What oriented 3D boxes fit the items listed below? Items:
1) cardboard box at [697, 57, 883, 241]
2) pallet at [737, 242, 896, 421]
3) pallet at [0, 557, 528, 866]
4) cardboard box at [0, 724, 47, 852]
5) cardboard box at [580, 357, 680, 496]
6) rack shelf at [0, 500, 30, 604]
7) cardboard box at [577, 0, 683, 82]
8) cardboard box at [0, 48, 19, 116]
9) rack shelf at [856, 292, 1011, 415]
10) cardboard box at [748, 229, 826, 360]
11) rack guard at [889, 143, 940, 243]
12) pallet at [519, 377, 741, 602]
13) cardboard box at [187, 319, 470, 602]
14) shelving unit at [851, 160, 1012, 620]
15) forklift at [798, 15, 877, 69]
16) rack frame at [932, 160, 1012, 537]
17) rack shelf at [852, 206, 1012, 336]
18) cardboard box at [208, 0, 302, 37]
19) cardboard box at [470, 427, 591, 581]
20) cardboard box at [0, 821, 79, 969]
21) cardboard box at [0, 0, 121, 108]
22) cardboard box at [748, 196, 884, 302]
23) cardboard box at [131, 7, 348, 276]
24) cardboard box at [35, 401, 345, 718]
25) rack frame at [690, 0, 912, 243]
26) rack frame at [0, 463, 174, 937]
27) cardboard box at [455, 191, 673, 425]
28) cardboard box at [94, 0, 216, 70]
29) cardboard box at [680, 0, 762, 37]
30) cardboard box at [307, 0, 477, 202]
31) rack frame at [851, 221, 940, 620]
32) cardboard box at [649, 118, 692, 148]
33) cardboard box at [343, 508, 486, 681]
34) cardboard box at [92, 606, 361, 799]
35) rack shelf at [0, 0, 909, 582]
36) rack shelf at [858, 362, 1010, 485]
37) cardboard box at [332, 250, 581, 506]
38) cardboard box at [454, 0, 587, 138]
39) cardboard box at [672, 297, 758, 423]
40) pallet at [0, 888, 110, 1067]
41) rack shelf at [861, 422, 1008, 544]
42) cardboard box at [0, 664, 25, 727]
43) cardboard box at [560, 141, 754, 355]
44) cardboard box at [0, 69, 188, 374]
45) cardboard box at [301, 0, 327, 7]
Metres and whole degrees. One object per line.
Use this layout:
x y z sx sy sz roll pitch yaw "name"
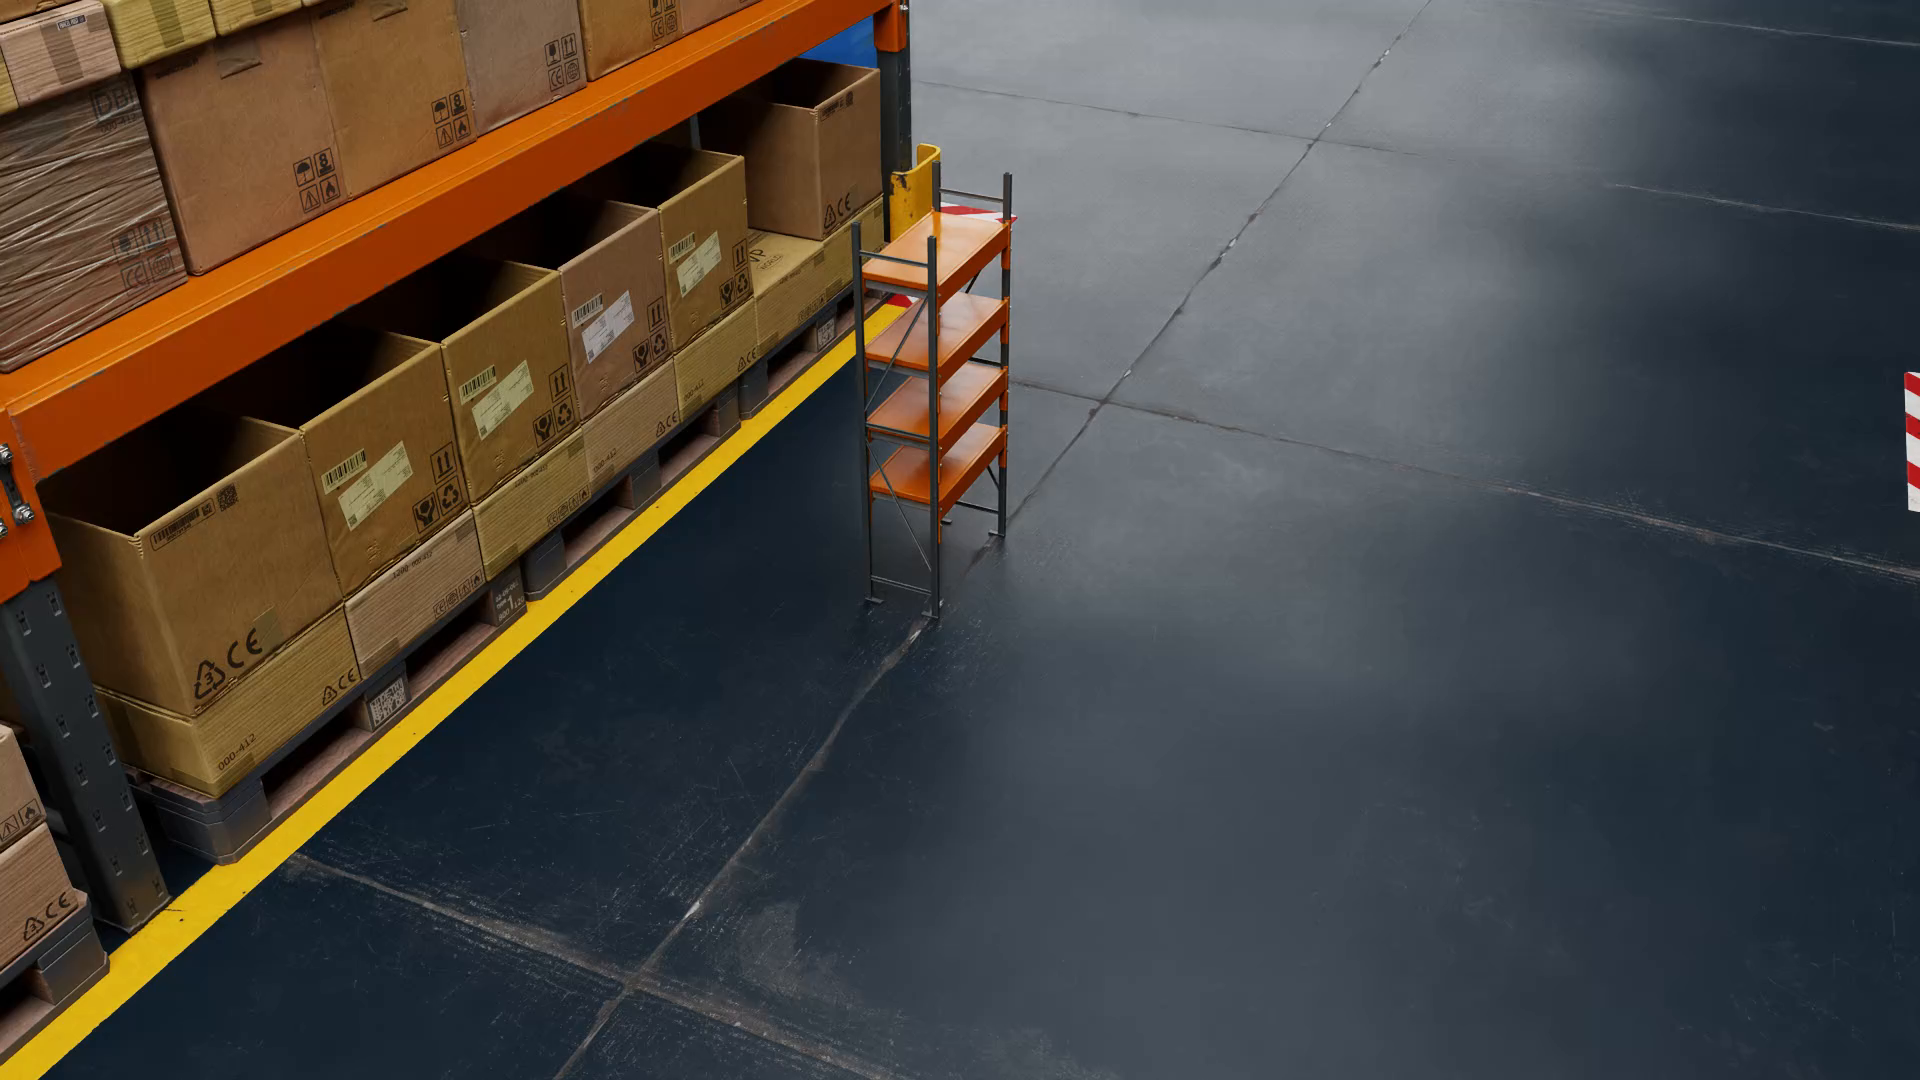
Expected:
-0.626 -1.478 6.209 0.500 0.500 0.500 14 36 20 "cardboard box"
-0.954 -0.917 6.456 1.003 0.211 1.213 14 36 20 "pallet"
-1.974 0.298 4.603 1.003 0.211 1.213 14 36 20 "pallet"
-2.254 0.526 3.326 0.500 0.311 0.500 14 36 20 "cardboard box"
-1.244 -0.415 5.272 0.500 0.250 0.500 14 36 20 "cardboard box"
-3.182 0.815 1.927 1.077 0.370 4.000 14 36 20 "rack shelf"
-1.307 -1.777 5.134 0.700 0.500 0.500 14 36 21 "cardboard box"
-2.057 -0.884 3.180 0.380 0.149 0.250 14 36 20 "cardboard box"
-0.069 -0.550 4.710 0.258 0.148 0.480 14 36 20 "rack shelf"
-0.826 -0.913 6.031 0.500 0.250 0.500 14 36 20 "cardboard box"
-0.662 -1.440 6.991 1.175 0.500 0.348 14 36 20 "rack guard"
-1.465 -0.312 5.533 1.003 0.211 1.213 14 36 20 "pallet"
-1.665 -0.231 4.307 0.500 0.500 0.500 14 36 20 "cardboard box"
-0.069 -0.419 4.795 0.258 1.200 0.503 14 36 20 "shelving unit"
-1.842 -3.039 7.212 3.031 2.935 1.130 -4 33 -6 "forklift"
0.033 -0.541 4.981 0.240 1.200 0.015 14 36 20 "rack frame"
-0.069 -0.748 4.580 0.258 0.148 0.480 14 36 20 "rack shelf"
-1.737 -1.269 3.767 0.380 0.149 0.250 14 36 20 "cardboard box"
-1.448 -0.164 4.890 0.500 0.250 0.500 14 36 20 "cardboard box"
-2.255 0.766 3.471 0.500 0.250 0.500 14 36 20 "cardboard box"
-1.952 -1.009 3.371 0.380 0.149 0.250 15 36 21 "cardboard box"
-0.628 -1.165 6.415 0.500 0.250 0.500 14 36 20 "cardboard box"
-1.951 -1.010 3.964 0.700 0.500 0.500 14 36 20 "cardboard box"
-1.867 0.020 3.925 0.500 0.500 0.500 14 36 20 "cardboard box"
-0.672 -2.474 6.287 1.000 3.000 0.127 14 36 20 "rack frame"
-2.345 -0.482 3.249 1.000 3.000 0.127 14 36 20 "rack frame"
-1.241 -0.728 5.065 0.500 0.500 0.500 14 36 20 "cardboard box"
-1.846 -1.138 3.567 0.380 0.149 0.250 13 36 19 "cardboard box"
-1.094 -2.023 5.509 0.700 0.500 0.500 15 36 22 "cardboard box"
-1.737 -1.259 4.343 0.700 0.500 0.500 15 36 21 "cardboard box"
-0.171 -0.298 4.610 0.240 1.200 0.015 14 36 20 "rack frame"
-1.306 -1.348 6.010 0.500 0.500 0.500 14 36 20 "cardboard box"
-1.662 0.083 4.512 0.500 0.250 0.500 14 36 20 "cardboard box"
-1.876 0.331 4.134 0.500 0.250 0.500 14 36 20 "cardboard box"
-1.509 -1.177 4.965 1.077 0.370 4.000 14 36 20 "rack shelf"
-0.069 -0.363 4.832 0.258 0.148 0.480 14 36 20 "rack shelf"
-1.449 -0.478 4.684 0.500 0.500 0.500 14 36 20 "cardboard box"
-1.524 -1.514 4.733 0.700 0.500 0.500 15 36 22 "cardboard box"
-1.034 -0.663 5.651 0.500 0.250 0.500 14 36 20 "cardboard box"
-2.618 1.060 3.440 1.003 0.211 1.213 14 36 20 "pallet"
-0.069 -0.197 4.941 0.258 0.148 0.480 14 36 20 "rack shelf"
-2.350 0.212 4.316 0.500 0.250 0.500 14 36 20 "cardboard box"
-1.031 -0.976 5.444 0.500 0.500 0.500 14 36 20 "cardboard box"
-2.165 -0.746 3.561 0.700 0.500 0.500 13 36 19 "cardboard box"
-1.631 -1.393 3.956 0.380 0.149 0.250 13 35 19 "cardboard box"
